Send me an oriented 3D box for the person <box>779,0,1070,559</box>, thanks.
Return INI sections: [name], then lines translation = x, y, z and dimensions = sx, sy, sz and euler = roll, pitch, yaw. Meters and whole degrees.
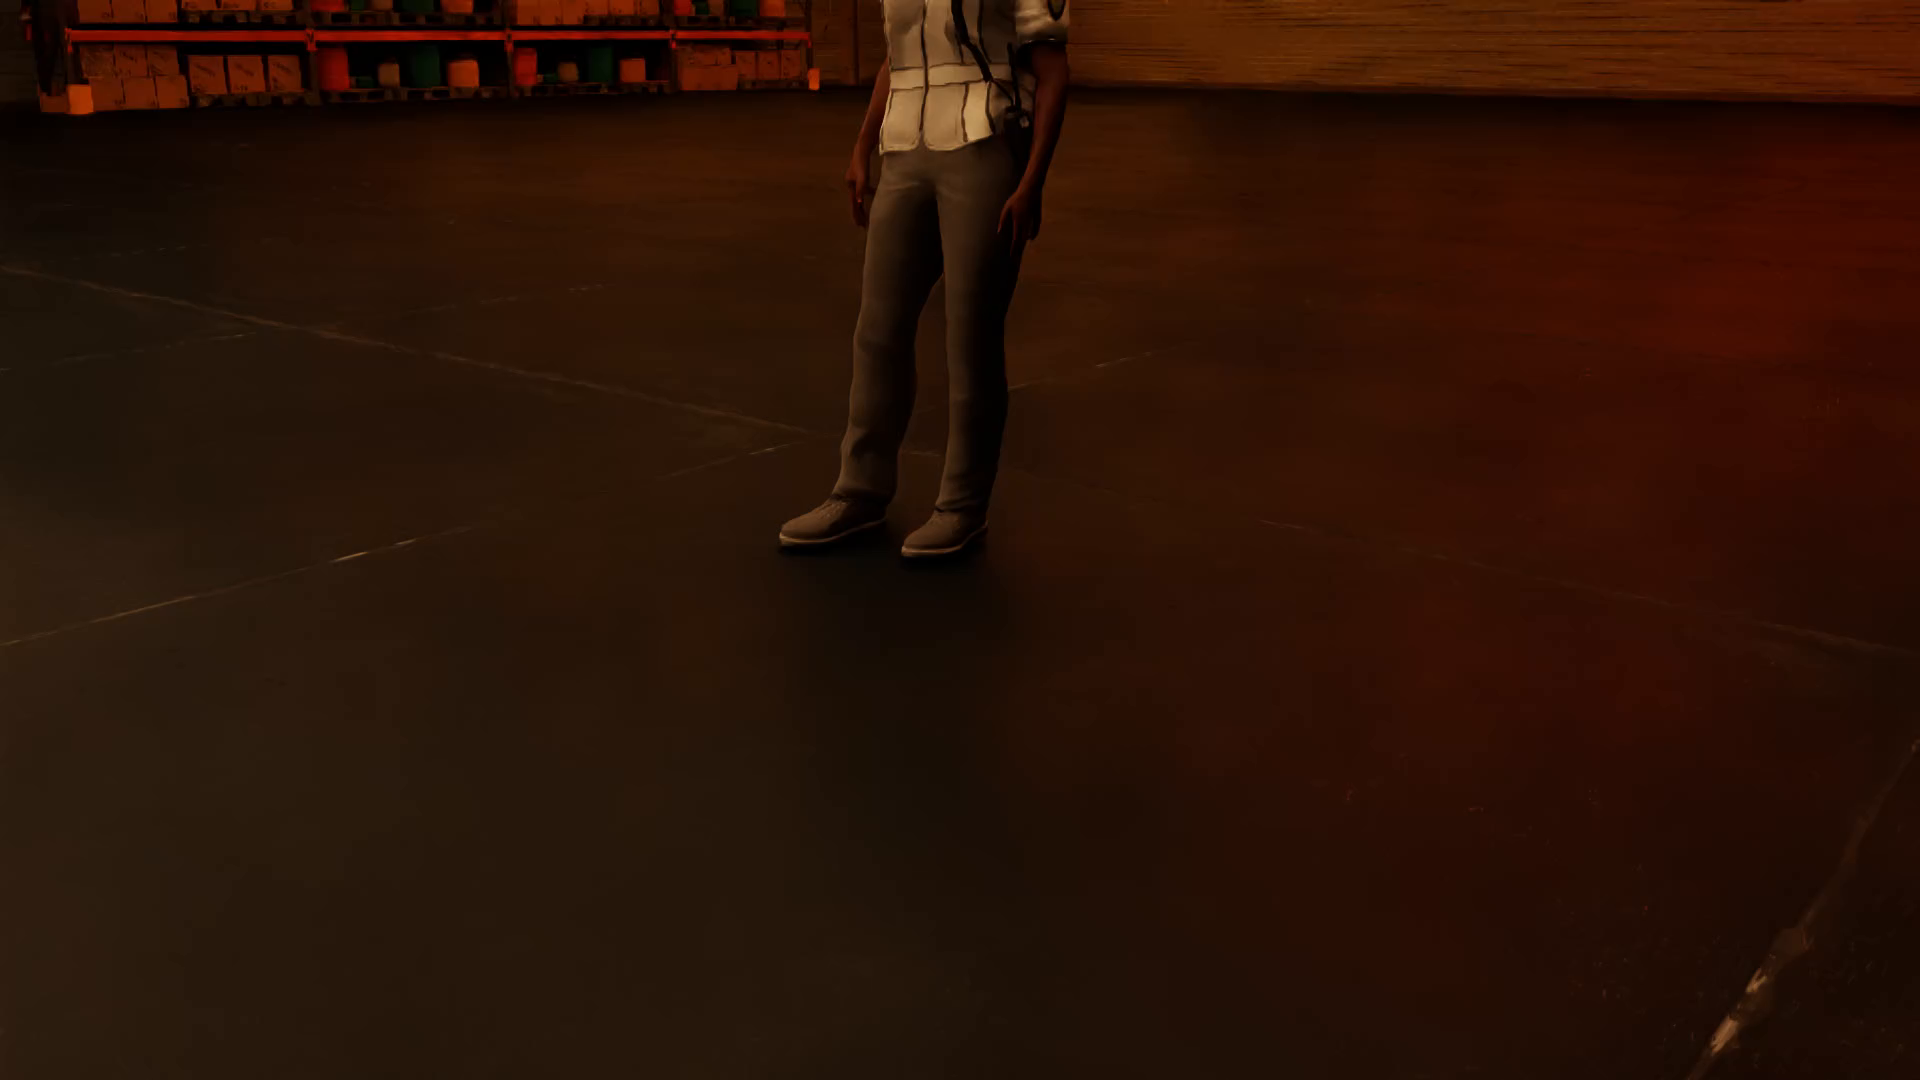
[person]
translation = -0.063, -0.804, 3.650
dimensions = 0.570, 1.693, 0.529
euler = 13, 21, 37
